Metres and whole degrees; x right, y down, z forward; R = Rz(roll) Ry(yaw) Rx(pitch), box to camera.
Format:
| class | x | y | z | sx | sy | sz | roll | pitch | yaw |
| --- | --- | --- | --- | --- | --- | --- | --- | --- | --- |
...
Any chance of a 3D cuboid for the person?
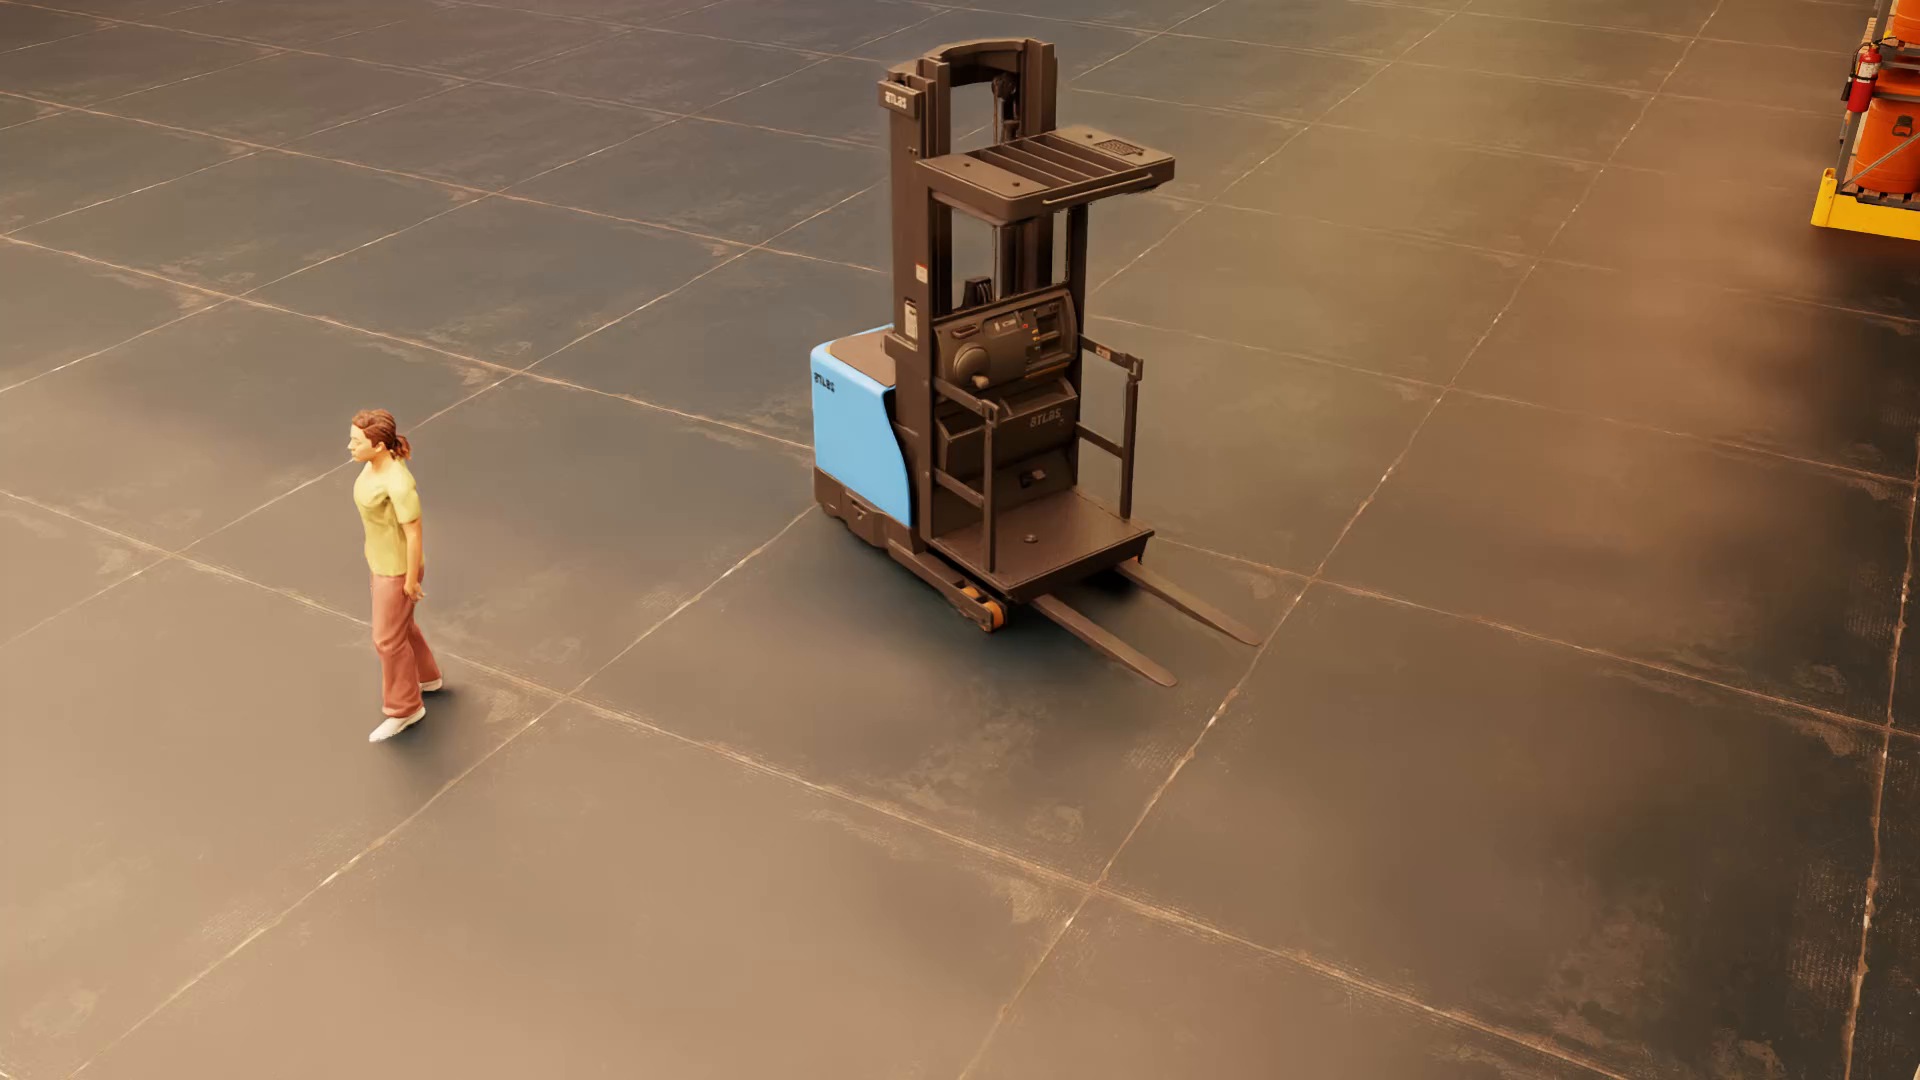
| class | x | y | z | sx | sy | sz | roll | pitch | yaw |
| --- | --- | --- | --- | --- | --- | --- | --- | --- | --- |
| person | -2.802 | 0.127 | 8.122 | 0.473 | 1.688 | 0.538 | -16 | 33 | -25 |

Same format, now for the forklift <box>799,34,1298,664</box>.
| class | x | y | z | sx | sy | sz | roll | pitch | yaw |
| --- | --- | --- | --- | --- | --- | --- | --- | --- | --- |
| forklift | 0.470 | -1.082 | 8.946 | 3.031 | 2.935 | 1.130 | 25 | 38 | 36 |
